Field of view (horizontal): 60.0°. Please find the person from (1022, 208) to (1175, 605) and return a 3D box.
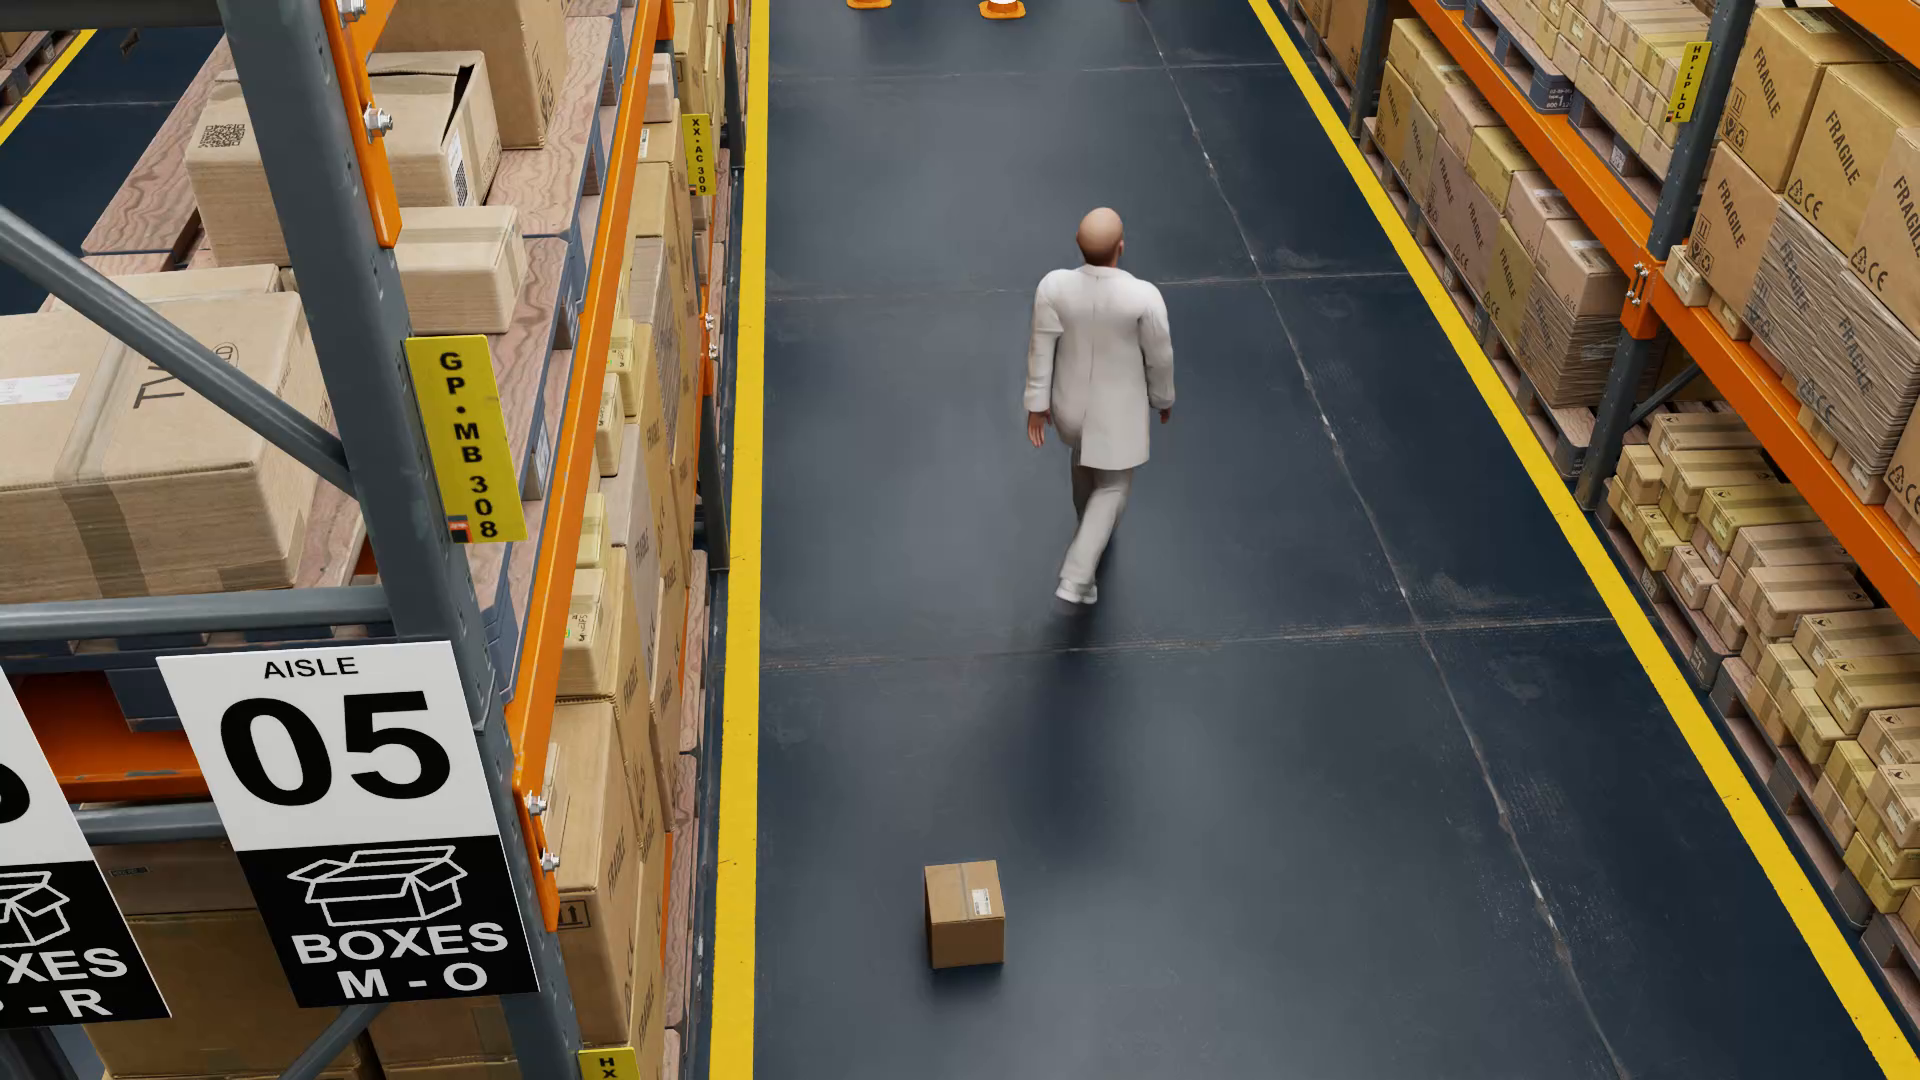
[{"bbox_3d":[0.562,-0.553,6.853,0.593,1.739,1.034,14,41,16],"label":"person"}]
